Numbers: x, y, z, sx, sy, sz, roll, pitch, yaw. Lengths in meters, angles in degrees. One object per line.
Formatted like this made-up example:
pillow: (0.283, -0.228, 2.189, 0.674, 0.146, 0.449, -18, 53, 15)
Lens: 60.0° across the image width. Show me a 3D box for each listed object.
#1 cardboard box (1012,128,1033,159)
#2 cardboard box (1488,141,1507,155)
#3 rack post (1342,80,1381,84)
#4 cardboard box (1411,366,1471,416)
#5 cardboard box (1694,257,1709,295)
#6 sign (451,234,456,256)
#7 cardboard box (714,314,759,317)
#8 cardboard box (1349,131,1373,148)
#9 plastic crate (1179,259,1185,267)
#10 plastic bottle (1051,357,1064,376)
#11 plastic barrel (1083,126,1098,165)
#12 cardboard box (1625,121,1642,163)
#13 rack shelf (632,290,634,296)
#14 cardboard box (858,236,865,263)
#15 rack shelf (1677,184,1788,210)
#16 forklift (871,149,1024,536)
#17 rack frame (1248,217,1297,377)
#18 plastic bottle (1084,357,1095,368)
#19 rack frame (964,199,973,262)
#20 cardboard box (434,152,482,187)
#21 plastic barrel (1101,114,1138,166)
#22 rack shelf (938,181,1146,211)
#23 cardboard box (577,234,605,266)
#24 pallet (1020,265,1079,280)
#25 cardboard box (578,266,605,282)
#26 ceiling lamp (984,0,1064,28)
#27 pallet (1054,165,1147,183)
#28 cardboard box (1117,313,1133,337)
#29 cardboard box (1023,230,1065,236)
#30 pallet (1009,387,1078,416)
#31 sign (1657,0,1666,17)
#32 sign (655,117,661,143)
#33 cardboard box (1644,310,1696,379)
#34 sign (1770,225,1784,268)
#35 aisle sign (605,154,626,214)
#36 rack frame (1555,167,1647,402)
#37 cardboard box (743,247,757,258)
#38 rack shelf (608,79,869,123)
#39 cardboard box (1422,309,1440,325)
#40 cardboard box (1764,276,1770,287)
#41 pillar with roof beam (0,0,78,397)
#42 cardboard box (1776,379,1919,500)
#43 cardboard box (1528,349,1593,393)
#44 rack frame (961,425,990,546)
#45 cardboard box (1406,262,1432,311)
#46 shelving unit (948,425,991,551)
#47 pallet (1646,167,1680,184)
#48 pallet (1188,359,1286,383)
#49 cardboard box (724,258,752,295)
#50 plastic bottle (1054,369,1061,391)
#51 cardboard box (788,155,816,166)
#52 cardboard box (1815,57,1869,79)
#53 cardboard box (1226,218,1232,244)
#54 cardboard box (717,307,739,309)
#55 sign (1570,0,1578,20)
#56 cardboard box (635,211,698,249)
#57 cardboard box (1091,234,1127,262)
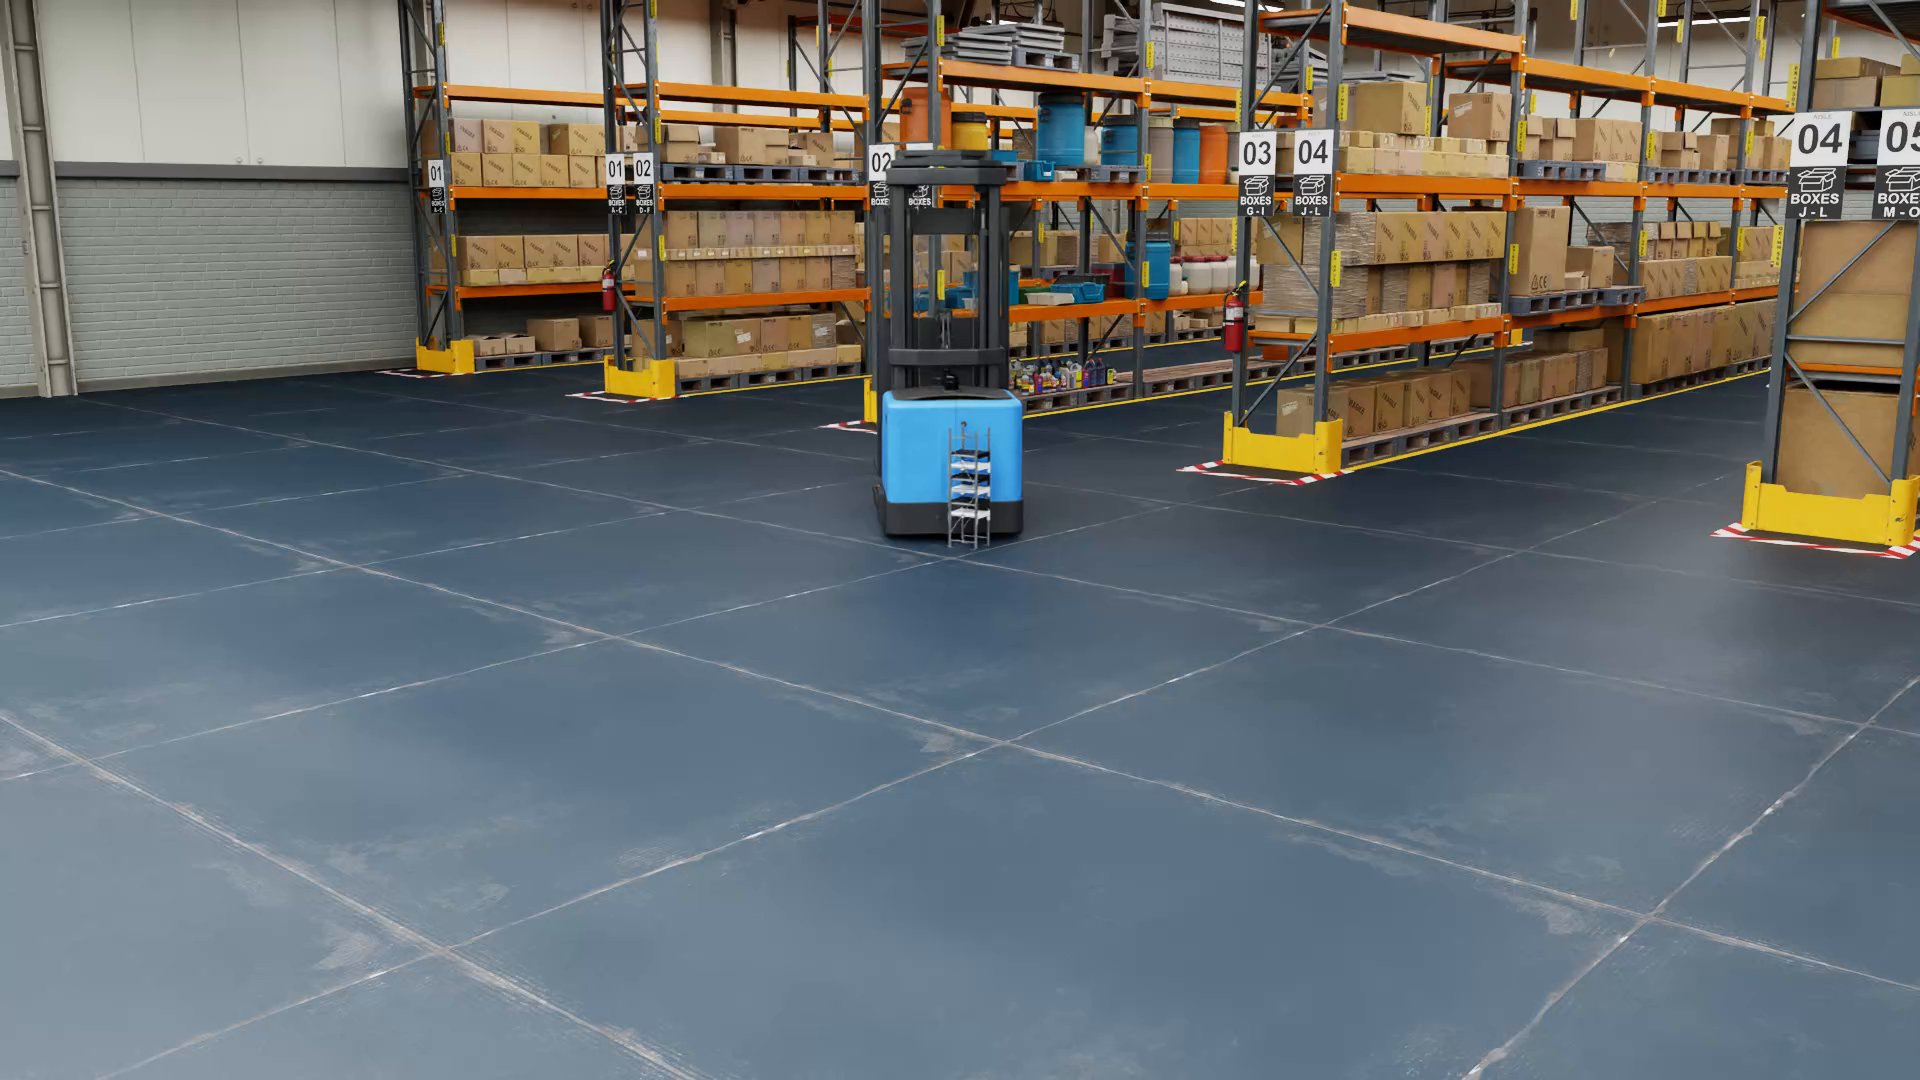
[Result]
cardboard box: (1.230, -6.711, 28.185, 0.500, 0.500, 0.500, 10, 15, 40)
cardboard box: (5.738, -4.275, 18.162, 0.380, 0.149, 0.250, 10, 15, 42)
rack post: (6.055, -6.967, 25.894, 0.954, 0.300, 0.937, -10, 15, -41)
cardboard box: (5.441, -1.694, 18.842, 0.500, 0.500, 0.500, 9, 15, 39)
cardboard box: (10.241, -3.739, 23.519, 0.500, 0.500, 0.500, 10, 15, 40)
sign: (-7.660, -4.454, 25.144, 0.100, 0.325, 0.005, 10, 15, 40)
cardboard box: (-3.233, -3.025, 24.232, 0.500, 0.500, 0.500, 10, 15, 40)
cardboard box: (3.694, -3.808, 15.824, 0.380, 0.149, 0.250, 10, 15, 42)
plastic crate: (3.359, -3.829, 24.061, 0.402, 0.464, 0.583, 10, 15, 40)
plastic bottle: (1.279, -2.240, 21.910, 0.144, 0.351, 0.185, 10, 15, 40)
plastic barrel: (1.583, -5.101, 21.577, 0.421, 0.512, 0.421, 0, 11, 0)
cardboard box: (8.249, -5.018, 20.987, 0.500, 0.500, 0.500, 10, 15, 42)
rack shelf: (-4.107, -4.630, 30.070, 1.077, 0.370, 4.000, 10, 15, 40)
cardboard box: (-1.921, -5.596, 32.004, 0.500, 0.500, 0.500, 10, 15, 42)
rack shelf: (12.336, -5.357, 26.050, 1.077, 0.370, 4.000, 10, 15, 40)
forklift: (-0.164, -1.711, 13.793, 1.130, 2.935, 3.031, -1, 11, -5)
rack frame: (4.655, -3.996, 25.060, 1.000, 3.000, 0.127, 10, 15, 40)
plastic bottle: (1.698, -2.211, 21.762, 0.144, 0.351, 0.185, 10, 15, 40)
rack frame: (-0.146, -5.865, 34.419, 1.000, 3.000, 0.127, 10, 15, 40)
cardboard box: (-7.659, -5.647, 25.359, 0.500, 0.500, 0.500, 10, 15, 42)
plastic barrel: (2.187, -5.227, 22.285, 0.600, 0.901, 0.708, 10, 15, 40)
rack shelf: (0.695, -4.231, 20.417, 1.077, 0.370, 4.000, 10, 15, 40)
cardboard box: (-6.172, -4.736, 27.182, 0.500, 0.500, 0.500, 9, 15, 39)
pallet: (1.332, -4.652, 28.832, 1.213, 0.211, 1.003, 10, 15, 40)
cardboard box: (-6.168, -4.368, 27.252, 0.500, 0.250, 0.500, 10, 15, 40)
ceiling lamp: (1.411, -11.184, 30.829, 0.800, 3.185, 2.000, 10, 15, 40)
pallet: (1.612, -4.667, 21.243, 1.213, 0.211, 1.003, 10, 15, 40)
cardboard box: (2.803, -3.960, 30.140, 0.500, 0.500, 0.500, 10, 15, 41)
cardboard box: (1.693, -6.416, 36.411, 0.980, 0.700, 0.700, 10, 15, 40)
pallet: (0.735, -1.766, 21.016, 1.003, 0.211, 1.213, 10, 15, 40)
sign: (8.790, -6.726, 20.823, 0.100, 0.325, 0.005, 10, 15, 40)
sign: (-3.931, -5.326, 21.625, 0.100, 0.325, 0.005, 10, 15, 40)
cardboard box: (9.441, -2.749, 23.167, 1.225, 0.875, 0.875, 10, 15, 41)
sign: (6.356, -2.279, 12.900, 0.100, 0.325, 0.005, 10, 15, 40)
aisle sign: (-4.608, -4.763, 22.263, 0.394, 0.787, 0.004, 10, 15, 40)
rack frame: (8.376, -3.356, 21.853, 1.000, 3.000, 0.127, 10, 15, 40)
cardboard box: (-3.075, -4.047, 23.402, 0.380, 0.149, 0.250, 10, 15, 40)
rack shelf: (-3.024, -6.147, 23.371, 1.077, 0.370, 4.000, 10, 15, 40)
cardboard box: (4.813, -2.355, 17.487, 0.380, 0.149, 0.250, 10, 15, 40)
cardboard box: (12.317, -4.012, 25.782, 0.380, 0.149, 0.250, 10, 15, 41)
pillar with roof beam: (-8.982, -5.817, 18.861, 9.100, 9.000, 0.400, 10, 15, 40)
cardboard box: (7.152, -0.795, 13.385, 0.875, 0.875, 0.875, 10, 15, 41)
cardboard box: (7.592, -2.161, 21.132, 0.700, 0.500, 0.500, 8, 14, 36)
rack frame: (0.117, -0.405, 12.443, 0.240, 0.900, 0.006, 6, 13, 27)
cardboard box: (4.420, -2.680, 17.456, 0.875, 0.500, 0.500, 10, 15, 40)
shelving unit: (0.069, -0.388, 12.355, 0.258, 0.900, 0.210, 6, 13, 27)
pallet: (8.761, -4.836, 22.087, 1.213, 0.211, 1.003, 11, 16, 43)
pallet: (4.115, -2.520, 24.787, 1.003, 0.211, 1.213, 10, 15, 40)
cardboard box: (-3.351, -3.726, 23.454, 0.700, 0.500, 0.500, 10, 15, 41)
plastic bottle: (1.231, -2.018, 21.000, 0.097, 0.271, 0.097, 0, 11, 0)
cardboard box: (-2.294, -5.458, 23.933, 0.380, 0.149, 0.250, 10, 15, 40)
cardboard box: (6.721, -3.610, 12.745, 0.380, 0.149, 0.250, 10, 15, 41)
cardboard box: (5.120, -6.025, 32.412, 0.500, 0.500, 0.500, 10, 15, 42)
cardboard box: (-4.325, -4.299, 29.920, 0.500, 0.250, 0.500, 9, 15, 39)
sign: (7.957, -6.904, 21.515, 0.100, 0.325, 0.005, 10, 15, 40)
cardboard box: (-3.991, -4.220, 22.614, 0.700, 0.500, 0.500, 10, 15, 41)
cardboard box: (2.690, -5.330, 30.413, 0.500, 0.500, 0.700, -9, 15, -39)
